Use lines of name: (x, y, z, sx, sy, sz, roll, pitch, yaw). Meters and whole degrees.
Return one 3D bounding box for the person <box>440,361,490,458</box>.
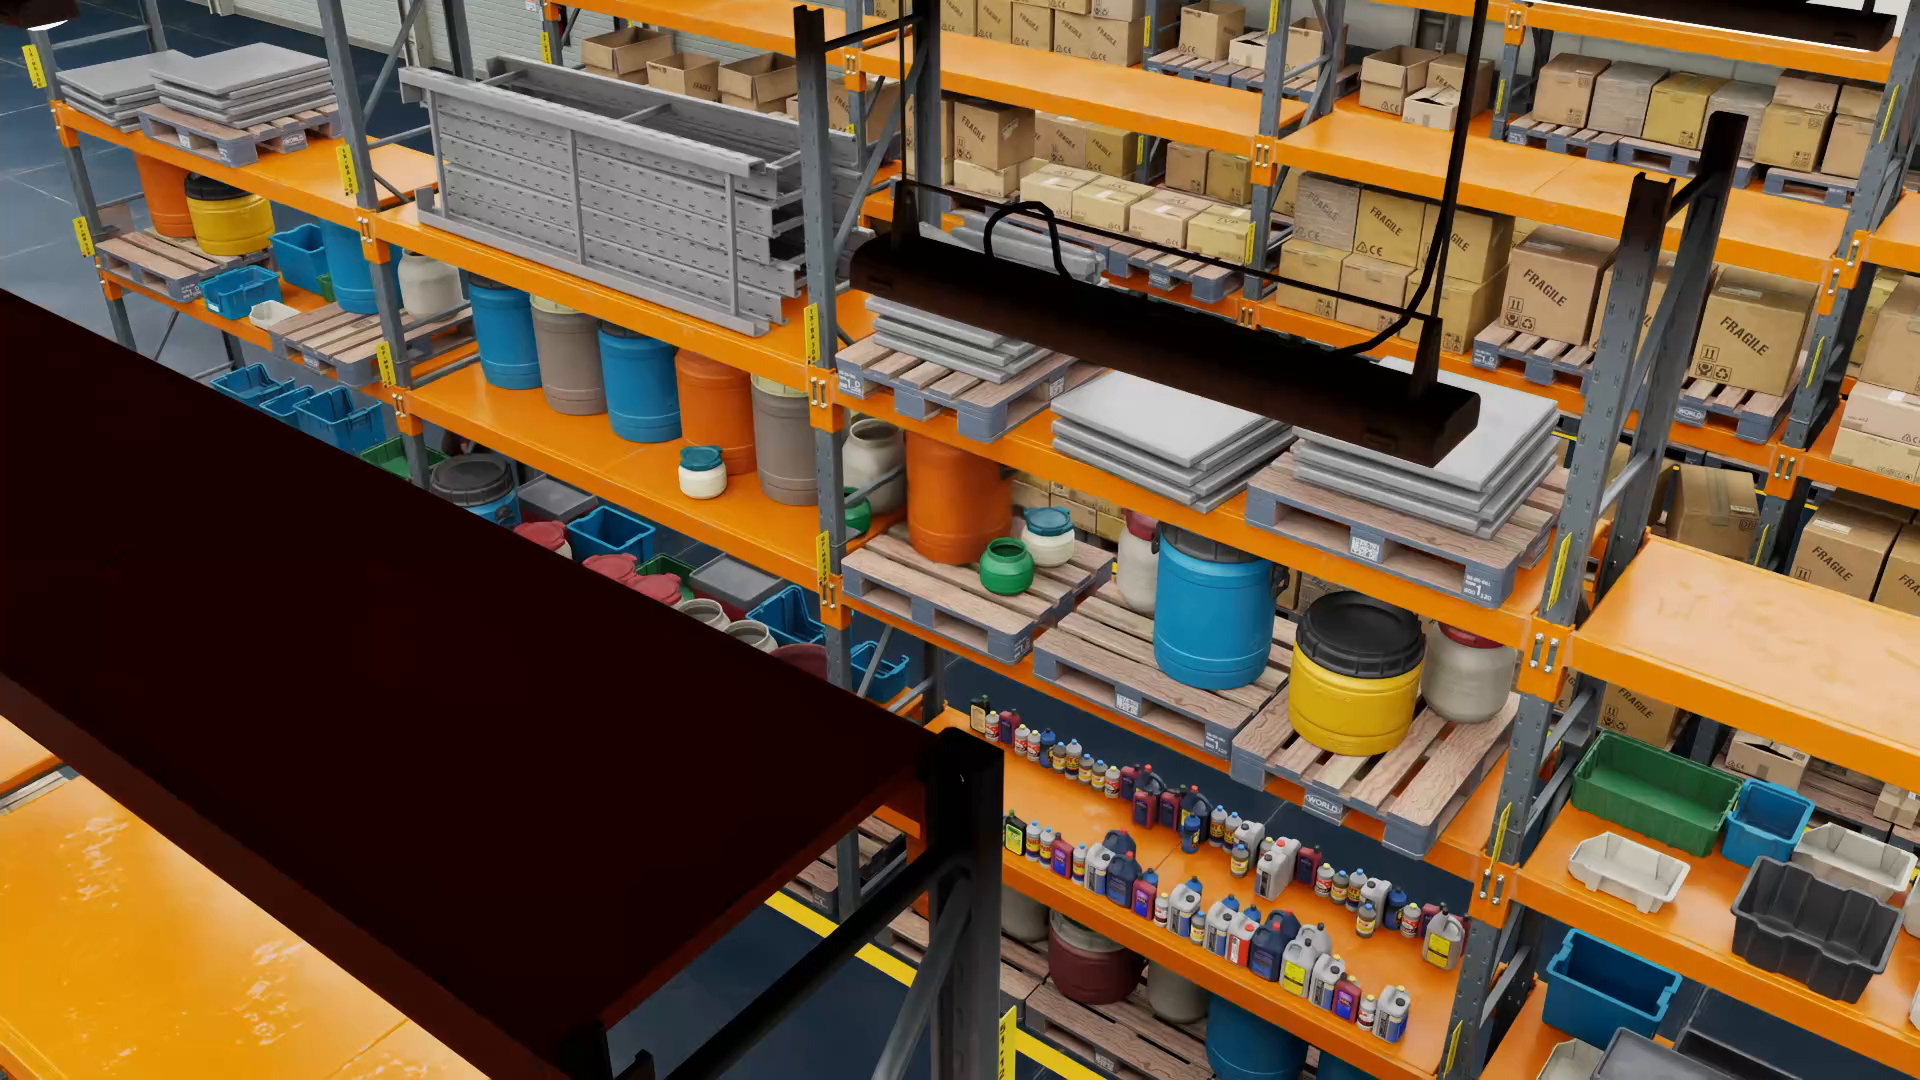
person: (-4.557, -1.031, 15.322, 0.847, 1.789, 0.667, 8, 32, 12)
